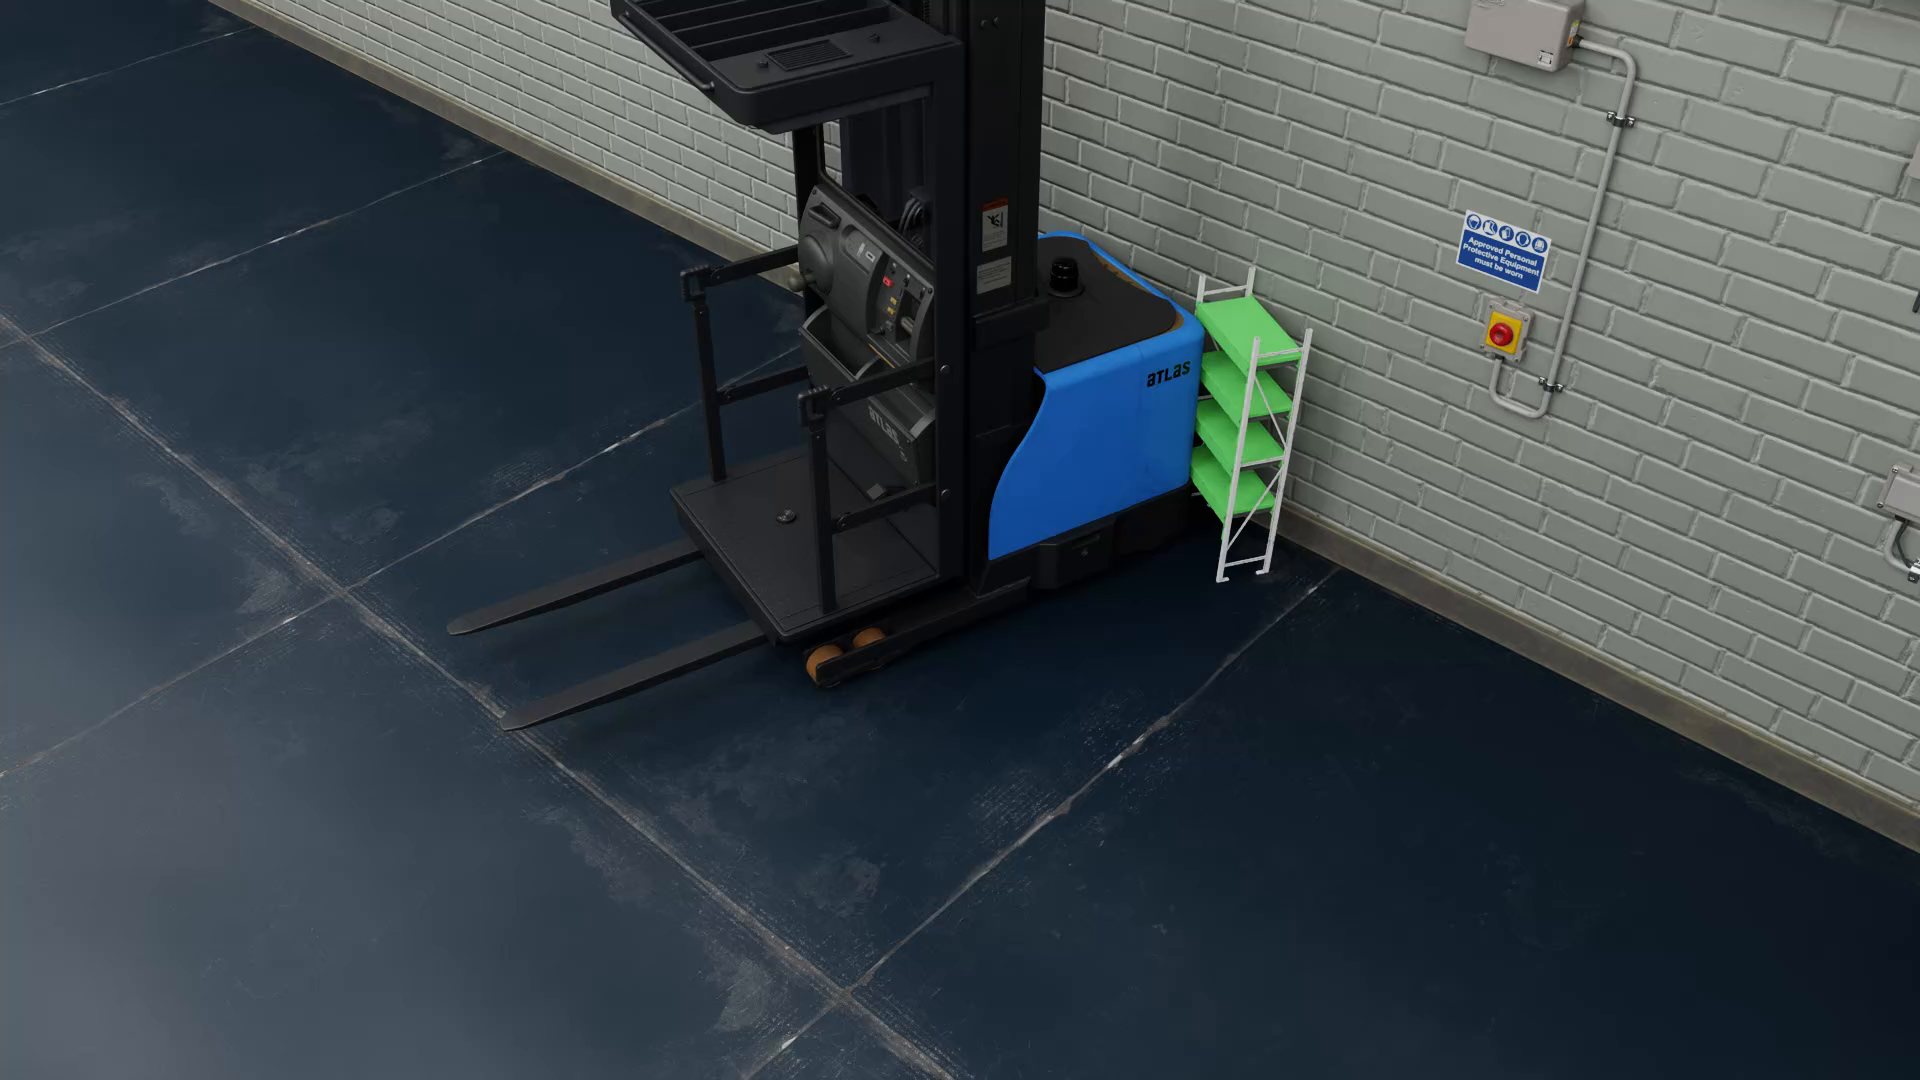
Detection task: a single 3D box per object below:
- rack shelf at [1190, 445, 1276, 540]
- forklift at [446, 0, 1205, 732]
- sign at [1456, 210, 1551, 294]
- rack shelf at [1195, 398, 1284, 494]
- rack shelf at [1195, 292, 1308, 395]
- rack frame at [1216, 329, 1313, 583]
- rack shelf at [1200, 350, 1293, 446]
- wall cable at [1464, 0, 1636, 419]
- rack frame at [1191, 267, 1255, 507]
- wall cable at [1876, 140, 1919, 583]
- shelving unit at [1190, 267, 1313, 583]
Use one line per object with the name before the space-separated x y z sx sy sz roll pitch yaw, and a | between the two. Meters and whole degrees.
rack shelf | 1.128 -0.223 7.047 0.258 0.148 0.480 -11 40 -15
forklift | -0.533 -0.946 6.085 3.031 2.935 1.130 -21 43 -24
sign | 1.929 -1.026 5.913 0.327 0.218 0.001 30 47 32
rack shelf | 1.134 -0.410 6.897 0.258 0.148 0.480 -11 40 -15
rack shelf | 1.145 -0.784 6.596 0.258 0.148 0.480 -11 40 -15
rack frame | 1.212 -0.313 6.677 0.240 1.200 0.015 -11 40 -15
rack shelf | 1.139 -0.597 6.746 0.258 0.148 0.480 -11 40 -15
wall cable | 1.923 -1.282 5.610 0.585 1.953 0.123 30 47 32
rack frame | 1.058 -0.606 7.036 0.240 1.200 0.015 -11 40 -15
wall cable | 2.978 -0.679 4.878 0.588 1.984 0.122 30 47 32
shelving unit | 1.135 -0.459 6.857 0.258 1.200 0.503 -11 40 -15
